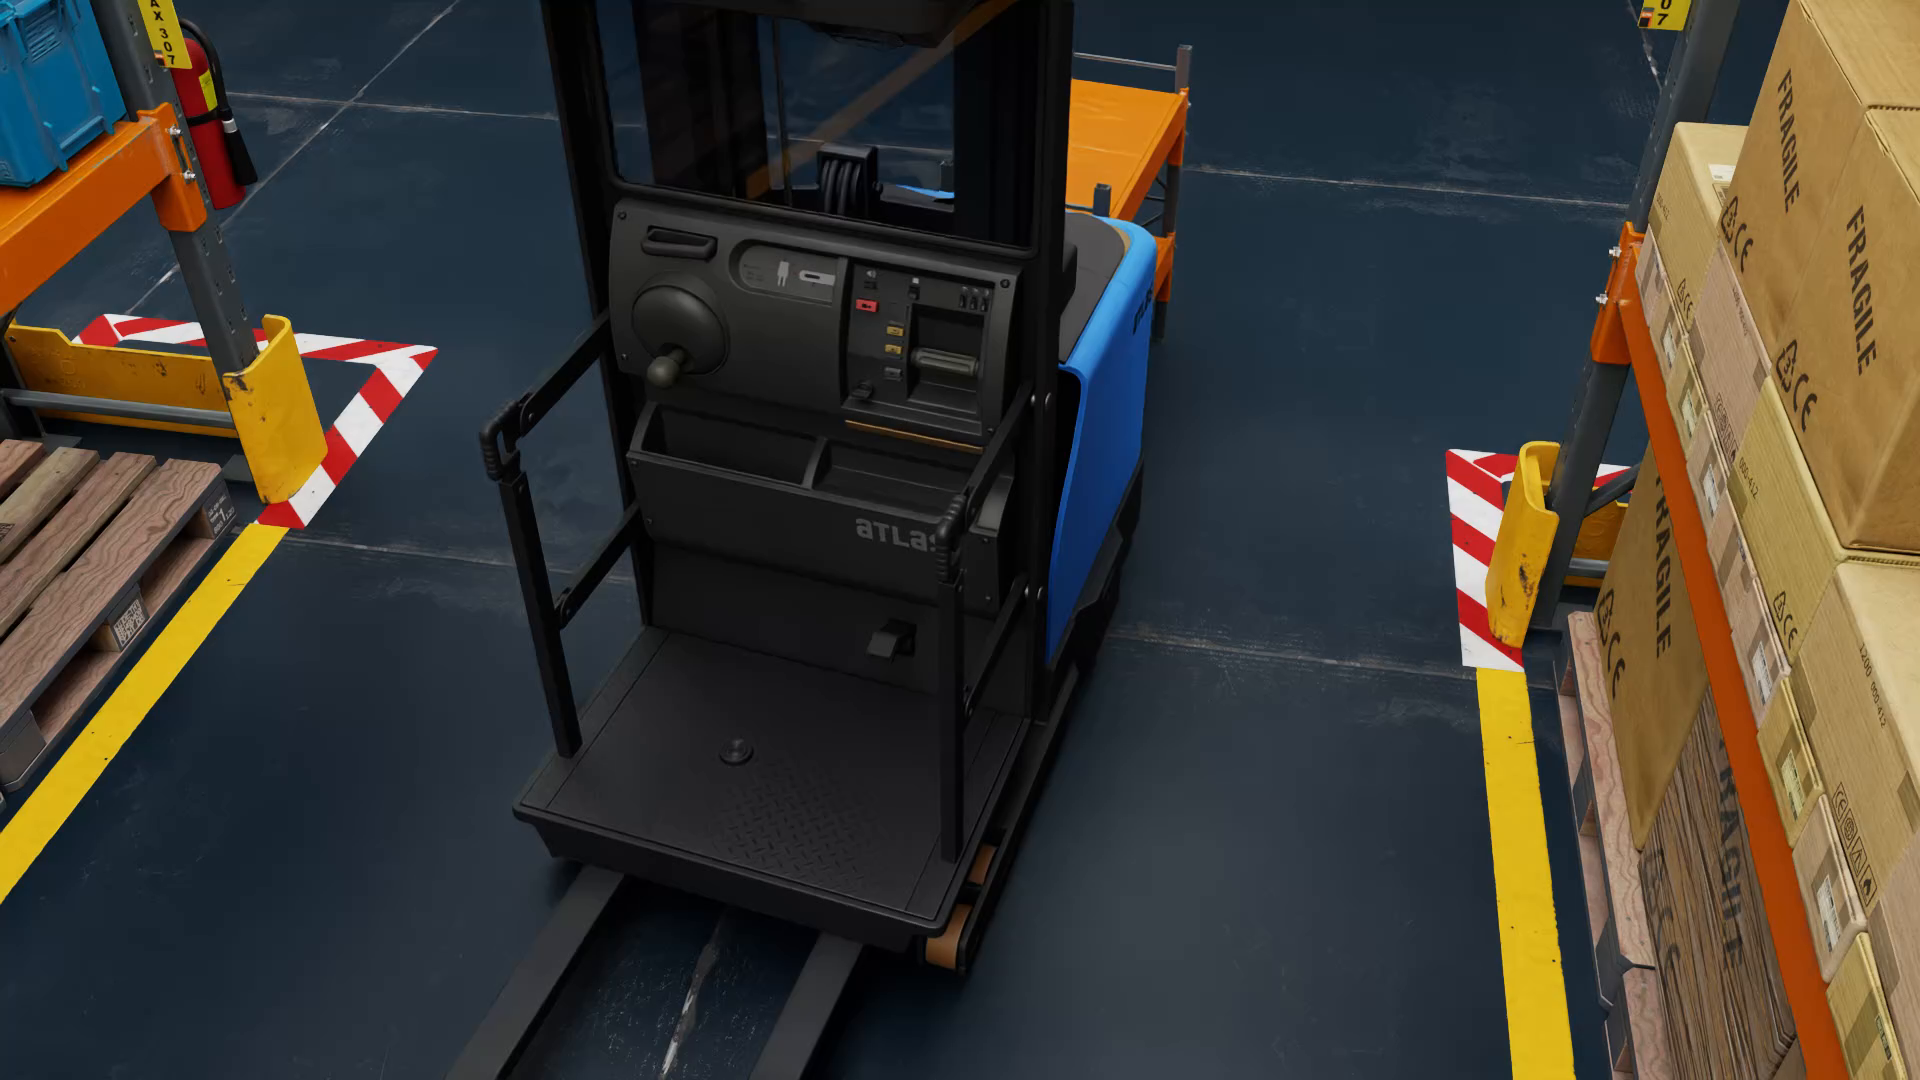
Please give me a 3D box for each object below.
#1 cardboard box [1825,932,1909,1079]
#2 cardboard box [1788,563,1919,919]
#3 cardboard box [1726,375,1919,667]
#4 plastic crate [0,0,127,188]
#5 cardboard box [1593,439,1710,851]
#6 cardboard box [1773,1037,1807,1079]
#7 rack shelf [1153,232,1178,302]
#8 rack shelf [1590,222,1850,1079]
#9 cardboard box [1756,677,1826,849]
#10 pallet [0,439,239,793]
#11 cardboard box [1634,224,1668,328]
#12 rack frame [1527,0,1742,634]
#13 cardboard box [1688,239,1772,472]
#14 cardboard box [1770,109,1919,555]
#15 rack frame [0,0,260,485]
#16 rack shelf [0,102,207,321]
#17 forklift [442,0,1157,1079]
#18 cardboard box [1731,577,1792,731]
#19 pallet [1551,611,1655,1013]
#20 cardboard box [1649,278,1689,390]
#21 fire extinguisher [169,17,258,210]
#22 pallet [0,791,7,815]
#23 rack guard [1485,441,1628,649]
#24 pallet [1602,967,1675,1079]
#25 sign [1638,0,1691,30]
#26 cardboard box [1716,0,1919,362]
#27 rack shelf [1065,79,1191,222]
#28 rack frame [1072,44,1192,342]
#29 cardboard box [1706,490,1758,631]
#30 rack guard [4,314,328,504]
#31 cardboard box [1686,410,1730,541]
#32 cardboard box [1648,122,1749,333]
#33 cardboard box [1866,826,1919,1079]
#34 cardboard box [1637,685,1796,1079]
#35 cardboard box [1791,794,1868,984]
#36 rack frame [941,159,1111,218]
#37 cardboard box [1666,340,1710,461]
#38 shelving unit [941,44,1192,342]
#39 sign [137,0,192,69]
[{"bbox_3d":[1.421,0.697,2.250,0.380,0.149,0.250,6,40,7],"label":"cardboard box"},{"bbox_3d":[1.553,0.308,2.407,0.500,0.250,0.500,6,40,7],"label":"cardboard box"},{"bbox_3d":[1.638,-0.020,2.804,0.500,0.250,0.500,5,40,6],"label":"cardboard box"},{"bbox_3d":[-2.592,-1.228,4.307,0.616,0.435,0.499,6,40,8],"label":"plastic crate"},{"bbox_3d":[2.129,0.191,4.002,0.875,0.875,0.875,6,40,8],"label":"cardboard box"},{"bbox_3d":[1.817,1.321,2.636,0.875,0.875,0.875,6,40,8],"label":"cardboard box"},{"bbox_3d":[0.353,-0.730,5.634,0.538,0.278,1.000,12,41,15],"label":"rack shelf"},{"bbox_3d":[1.815,0.656,2.667,1.077,0.370,4.000,6,40,8],"label":"rack shelf"},{"bbox_3d":[1.509,0.373,2.642,0.380,0.149,0.250,5,40,7],"label":"cardboard box"},{"bbox_3d":[-2.899,0.166,4.884,1.003,0.211,1.213,6,40,8],"label":"pallet"},{"bbox_3d":[1.774,-0.593,3.810,0.380,0.149,0.250,7,40,8],"label":"cardboard box"},{"bbox_3d":[2.161,-0.876,3.956,1.000,3.000,0.127,6,40,8],"label":"rack frame"},{"bbox_3d":[1.728,-0.334,3.185,0.500,0.250,0.500,6,40,7],"label":"cardboard box"},{"bbox_3d":[1.641,-0.311,2.568,0.500,0.500,0.500,5,40,6],"label":"cardboard box"},{"bbox_3d":[-2.718,-1.422,4.616,1.000,3.000,0.127,6,40,8],"label":"rack frame"},{"bbox_3d":[-3.064,0.110,3.327,1.077,0.370,4.000,6,40,8],"label":"rack shelf"},{"bbox_3d":[-0.399,-0.396,3.429,1.130,2.935,3.031,12,41,15],"label":"forklift"},{"bbox_3d":[1.554,0.214,2.834,0.380,0.149,0.250,6,40,7],"label":"cardboard box"},{"bbox_3d":[2.099,0.709,4.227,1.003,0.211,1.213,6,40,8],"label":"pallet"},{"bbox_3d":[1.731,-0.432,3.615,0.380,0.149,0.250,6,40,7],"label":"cardboard box"},{"bbox_3d":[-2.244,-1.293,4.813,0.296,0.674,0.183,6,40,8],"label":"fire extinguisher"},{"bbox_3d":[-3.112,0.929,3.961,1.003,0.211,1.213,6,40,8],"label":"pallet"},{"bbox_3d":[2.165,0.072,4.770,1.175,0.500,0.348,6,40,8],"label":"rack guard"},{"bbox_3d":[1.886,1.472,3.303,1.003,0.211,1.213,6,40,8],"label":"pallet"},{"bbox_3d":[1.615,-1.305,3.733,0.100,0.325,0.005,6,40,8],"label":"sign"},{"bbox_3d":[1.725,-0.637,2.962,0.500,0.500,0.500,5,40,7],"label":"cardboard box"},{"bbox_3d":[0.353,-1.144,5.292,0.538,0.278,1.000,12,41,15],"label":"rack shelf"},{"bbox_3d":[0.519,-1.225,5.848,0.500,1.125,0.032,12,41,15],"label":"rack frame"},{"bbox_3d":[1.598,0.052,3.030,0.380,0.149,0.250,6,40,7],"label":"cardboard box"},{"bbox_3d":[-2.726,-0.475,5.433,1.175,0.500,0.348,6,40,8],"label":"rack guard"},{"bbox_3d":[1.643,-0.107,3.223,0.380,0.149,0.250,6,40,7],"label":"cardboard box"},{"bbox_3d":[1.812,-0.661,3.580,0.500,0.250,0.500,5,40,6],"label":"cardboard box"},{"bbox_3d":[1.462,0.626,2.023,0.500,0.250,0.500,7,40,9],"label":"cardboard box"},{"bbox_3d":[1.971,0.763,3.312,0.875,0.875,0.875,6,40,8],"label":"cardboard box"},{"bbox_3d":[1.466,0.537,2.443,0.380,0.149,0.250,7,40,8],"label":"cardboard box"},{"bbox_3d":[0.187,-0.612,5.108,0.500,1.125,0.032,12,41,15],"label":"rack frame"},{"bbox_3d":[1.687,-0.271,3.421,0.380,0.149,0.250,6,40,7],"label":"cardboard box"},{"bbox_3d":[0.353,-0.919,5.478,0.538,1.125,1.048,12,41,15],"label":"shelving unit"},{"bbox_3d":[-2.173,-1.435,4.503,0.100,0.325,0.005,6,40,8],"label":"sign"}]
